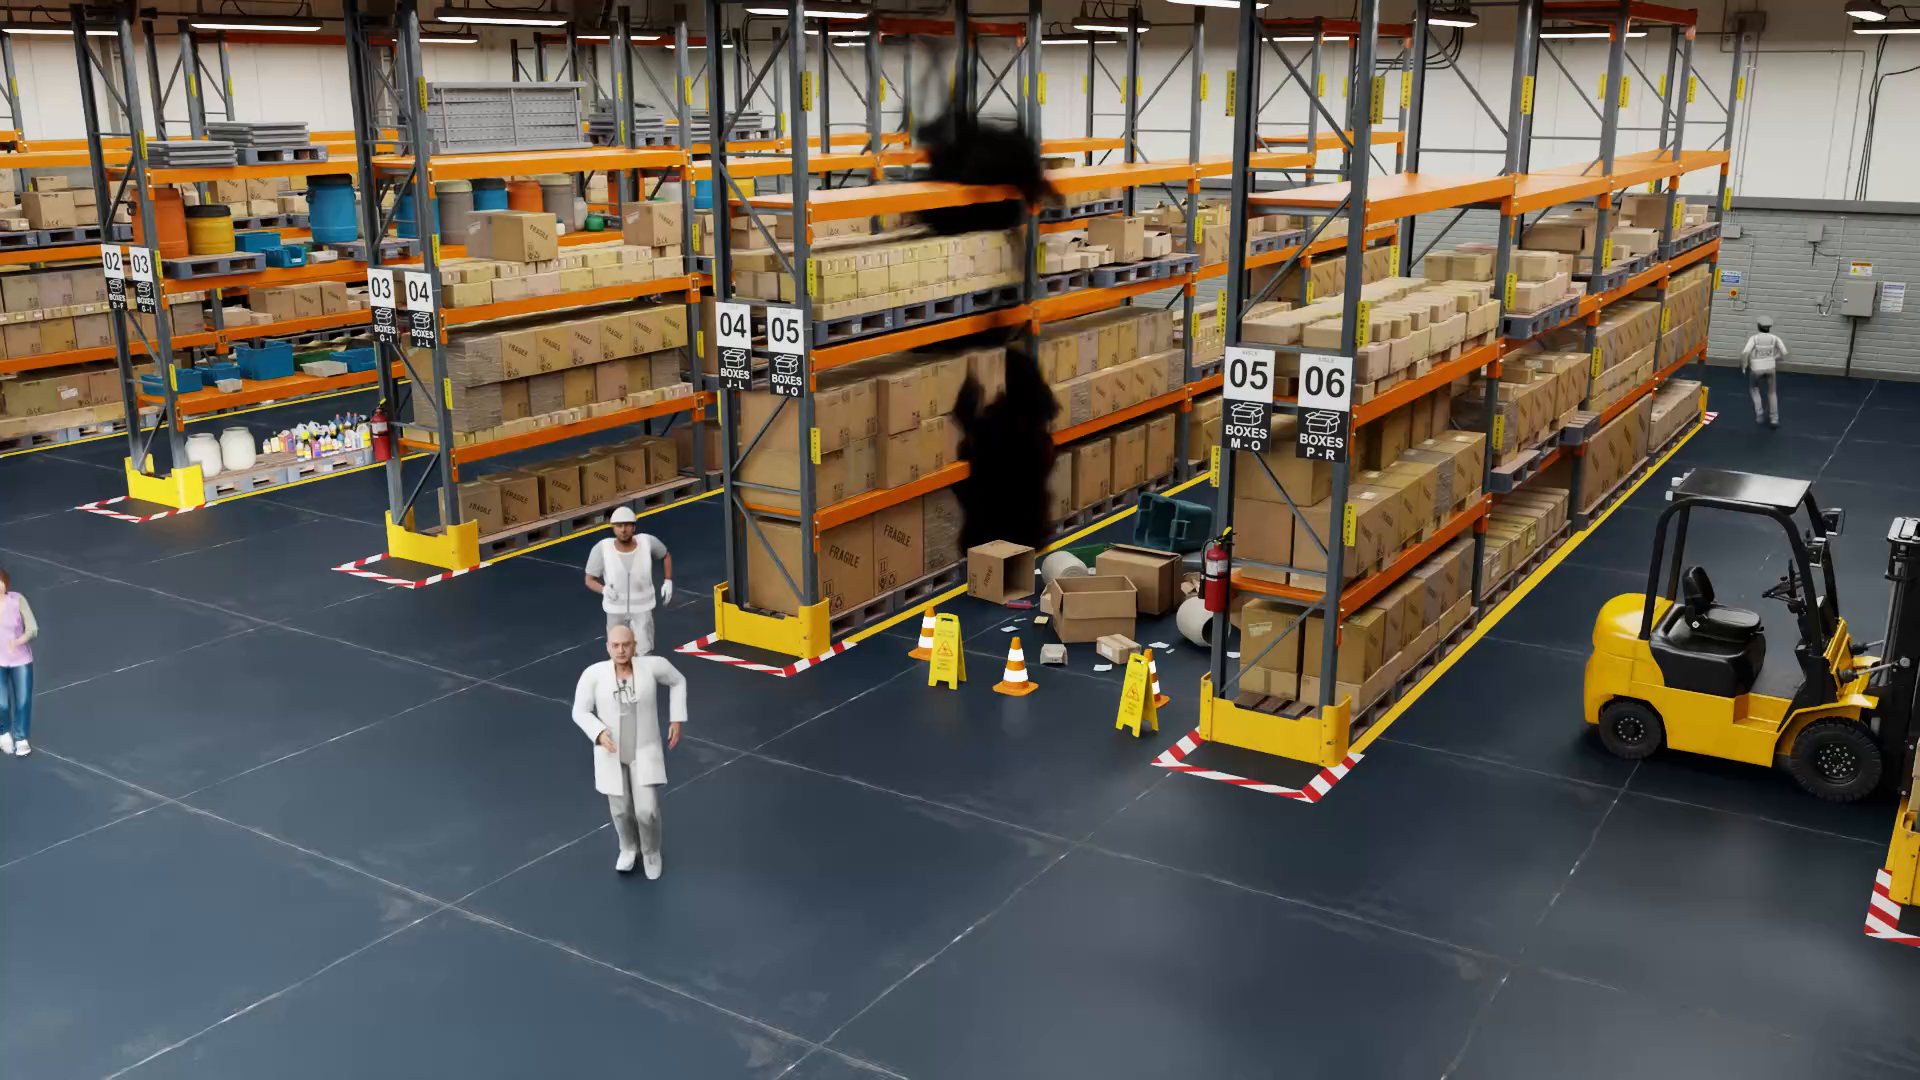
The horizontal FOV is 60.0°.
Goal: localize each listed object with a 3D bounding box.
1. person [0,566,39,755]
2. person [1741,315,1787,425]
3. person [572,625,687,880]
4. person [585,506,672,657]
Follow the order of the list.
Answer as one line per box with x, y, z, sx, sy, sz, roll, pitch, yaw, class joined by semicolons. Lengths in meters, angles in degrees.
-7.351;0.960;12.807;0.515;1.562;0.596;-10;18;-32;person
12.244;-2.578;25.431;0.673;1.688;0.650;4;16;14;person
-2.145;1.419;10.882;0.732;1.798;0.745;-2;16;-9;person
-2.716;0.618;13.710;0.701;1.859;0.788;-2;16;-9;person
